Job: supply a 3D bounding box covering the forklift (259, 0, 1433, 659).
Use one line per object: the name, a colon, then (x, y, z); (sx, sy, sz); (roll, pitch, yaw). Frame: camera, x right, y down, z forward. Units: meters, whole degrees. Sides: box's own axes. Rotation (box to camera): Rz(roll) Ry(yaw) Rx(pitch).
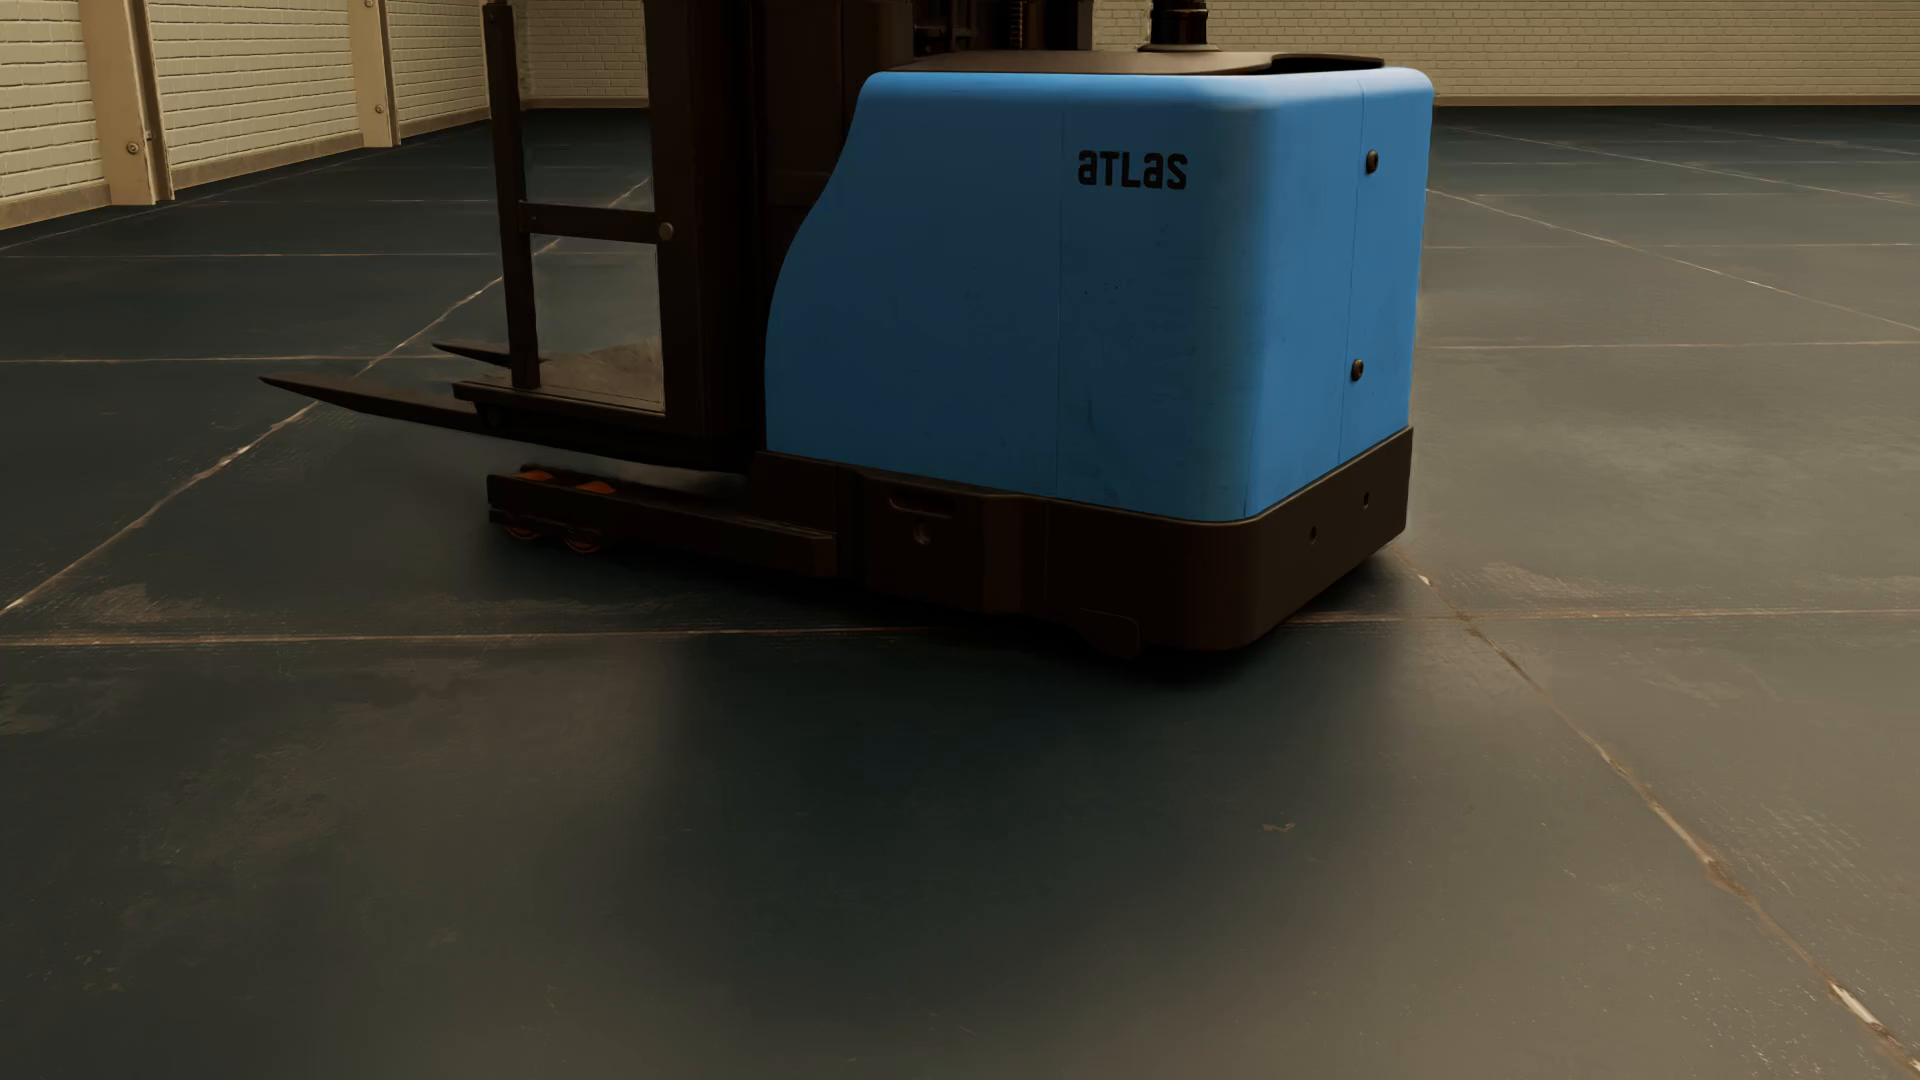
forklift: (-0.508, -1.487, 3.769); (3.031, 2.935, 1.130); (11, 20, 31)
